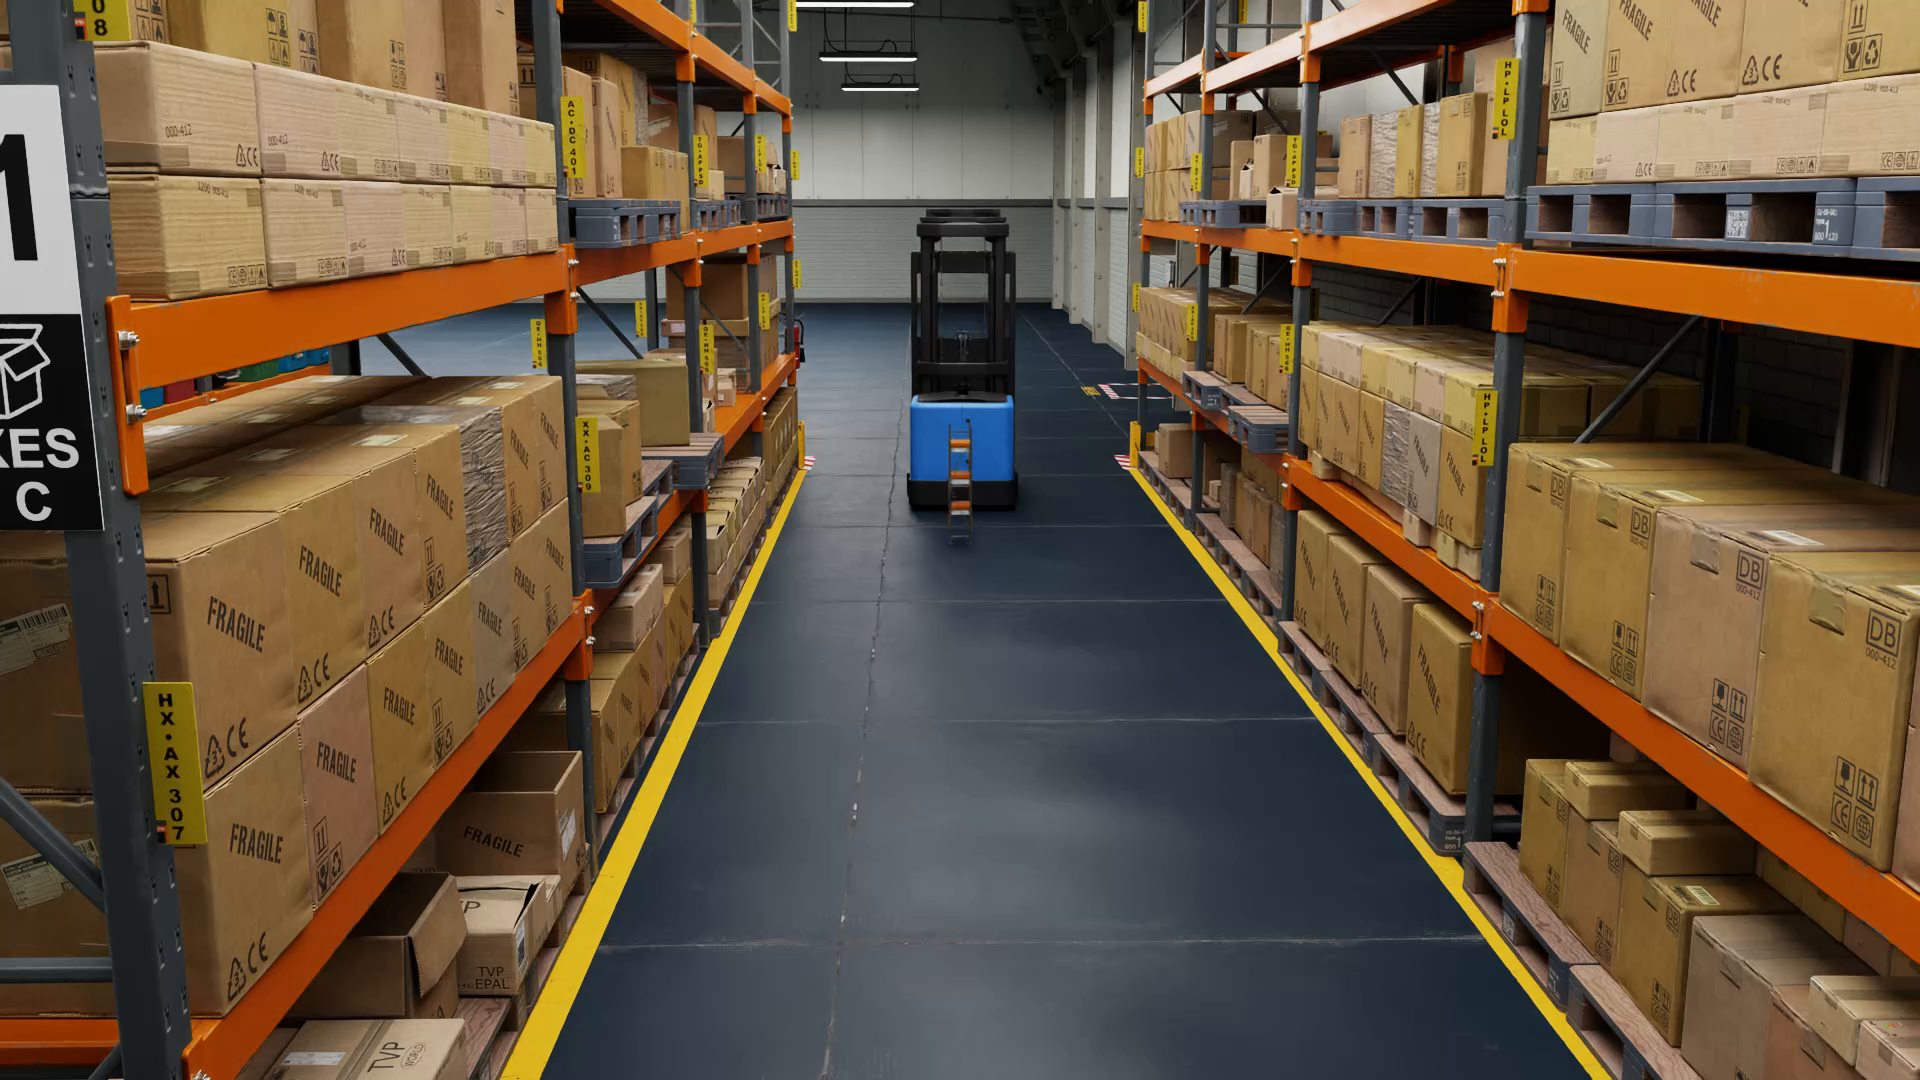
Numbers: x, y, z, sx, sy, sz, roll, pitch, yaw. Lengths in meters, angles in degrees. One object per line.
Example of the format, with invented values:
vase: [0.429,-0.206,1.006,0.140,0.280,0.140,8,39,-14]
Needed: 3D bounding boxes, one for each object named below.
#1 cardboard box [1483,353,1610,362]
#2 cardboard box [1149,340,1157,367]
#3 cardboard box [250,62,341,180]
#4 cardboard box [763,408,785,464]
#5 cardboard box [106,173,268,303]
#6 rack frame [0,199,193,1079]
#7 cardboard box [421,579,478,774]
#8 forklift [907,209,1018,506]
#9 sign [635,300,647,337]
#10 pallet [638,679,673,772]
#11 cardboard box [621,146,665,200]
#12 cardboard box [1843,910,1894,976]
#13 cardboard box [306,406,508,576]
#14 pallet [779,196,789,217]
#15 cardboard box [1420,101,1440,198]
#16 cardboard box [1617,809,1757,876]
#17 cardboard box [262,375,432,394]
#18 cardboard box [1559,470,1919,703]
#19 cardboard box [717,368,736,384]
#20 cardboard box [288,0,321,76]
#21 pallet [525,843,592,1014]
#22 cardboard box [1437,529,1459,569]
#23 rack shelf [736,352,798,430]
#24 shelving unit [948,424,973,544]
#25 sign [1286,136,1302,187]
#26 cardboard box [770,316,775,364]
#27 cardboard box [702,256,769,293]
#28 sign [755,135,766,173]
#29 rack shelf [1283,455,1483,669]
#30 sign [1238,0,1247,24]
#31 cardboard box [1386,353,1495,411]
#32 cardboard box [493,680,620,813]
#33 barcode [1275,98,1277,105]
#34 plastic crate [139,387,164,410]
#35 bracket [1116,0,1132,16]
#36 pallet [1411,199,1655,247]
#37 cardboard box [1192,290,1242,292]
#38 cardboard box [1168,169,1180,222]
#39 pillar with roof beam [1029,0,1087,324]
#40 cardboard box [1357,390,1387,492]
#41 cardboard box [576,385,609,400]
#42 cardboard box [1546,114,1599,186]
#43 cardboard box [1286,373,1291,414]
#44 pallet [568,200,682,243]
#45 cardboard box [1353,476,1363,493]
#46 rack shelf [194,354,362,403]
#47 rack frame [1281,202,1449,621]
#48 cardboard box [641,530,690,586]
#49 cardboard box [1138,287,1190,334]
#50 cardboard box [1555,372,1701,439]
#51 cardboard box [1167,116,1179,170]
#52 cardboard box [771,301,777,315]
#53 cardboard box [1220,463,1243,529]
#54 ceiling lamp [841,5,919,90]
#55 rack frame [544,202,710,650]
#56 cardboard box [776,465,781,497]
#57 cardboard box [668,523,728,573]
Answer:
cardboard box: [3.028,-0.826,8.649,0.500,0.250,0.500,-1,11,-3]
cardboard box: [2.285,-1.976,17.584,0.500,0.250,0.500,0,11,-2]
cardboard box: [-1.813,-0.985,3.948,0.500,0.250,0.500,0,11,-1]
cardboard box: [-2.025,-1.045,16.637,0.500,0.500,0.500,0,11,-1]
cardboard box: [-1.816,-0.641,3.507,0.500,0.250,0.500,0,11,-1]
rack frame: [-2.059,0.859,3.282,1.000,3.000,0.127,0,11,-1]
cardboard box: [-1.837,0.419,5.199,0.500,0.500,0.500,0,11,0]
forklift: [0.038,-2.012,17.607,1.130,2.935,3.031,0,11,1]
sign: [-2.862,-1.987,14.933,0.100,0.325,0.005,0,11,-1]
pallet: [-2.225,1.026,9.473,1.003,0.211,1.213,0,11,-1]
cardboard box: [-2.161,-1.959,9.376,0.910,0.500,0.500,0,11,-1]
cardboard box: [2.959,1.223,5.084,0.380,0.149,0.250,0,11,0]
cardboard box: [-1.849,-0.174,5.606,0.500,0.500,0.500,0,11,-1]
pallet: [-2.401,-3.608,17.976,1.003,0.211,1.213,0,11,-1]
cardboard box: [2.880,-2.078,8.854,0.700,0.500,0.500,0,11,-1]
cardboard box: [2.559,1.066,5.862,0.380,0.149,0.250,-1,11,-3]
cardboard box: [-2.414,-0.381,6.625,0.500,0.500,0.500,0,11,0]
cardboard box: [2.815,0.149,6.028,0.980,0.700,0.700,-1,11,-3]
cardboard box: [-2.254,-1.355,14.573,0.500,0.250,0.500,0,11,2]
cardboard box: [-2.130,-1.451,4.357,0.700,0.500,0.500,0,11,-1]
pallet: [-2.129,1.567,6.806,1.003,0.211,1.213,0,11,-1]
cardboard box: [2.492,0.040,7.901,0.380,0.149,0.250,0,11,0]
rack shelf: [-2.349,-1.572,17.071,1.077,0.370,4.000,0,11,-1]
shelving unit: [0.001,-0.504,14.902,0.215,1.050,0.252,0,11,-1]
sign: [2.185,-2.474,10.866,0.100,0.325,0.005,0,11,-1]
cardboard box: [-2.378,-2.174,17.977,0.700,0.500,0.500,0,11,0]
cardboard box: [-2.365,-2.698,17.302,0.700,0.500,0.500,0,11,-1]
sign: [-1.765,-3.408,14.679,0.100,0.325,0.005,0,11,-1]
rack shelf: [2.769,-0.002,9.336,1.077,0.370,4.000,0,11,-1]
sign: [3.118,-5.817,18.349,0.100,0.325,0.005,0,11,-1]
cardboard box: [2.534,-0.824,8.643,0.500,0.250,0.500,0,11,0]
cardboard box: [-1.909,0.976,7.885,0.500,0.500,0.500,-1,11,-4]
barcode: [3.046,-4.227,16.027,0.001,0.075,0.075,0,11,-1]
plastic crate: [-6.926,-1.281,13.870,0.392,0.384,0.575,0,11,-1]
bracket: [2.847,-9.213,28.784,0.235,0.232,0.430,0,11,-1]
pallet: [2.742,-1.516,7.923,0.805,0.209,1.217,-1,11,-3]
cardboard box: [2.785,-2.454,18.051,0.500,0.500,0.500,0,11,0]
cardboard box: [2.340,-3.387,16.361,0.500,0.500,0.500,-1,11,-3]
pillar with roof beam: [-1.358,-9.900,41.227,9.100,9.000,0.548,0,11,-1]
cardboard box: [2.511,-0.553,9.192,0.500,0.500,0.500,0,11,0]
cardboard box: [-2.240,-0.542,8.879,0.700,0.500,0.500,-3,12,-16]
cardboard box: [2.561,-1.470,6.288,0.500,0.250,0.500,0,11,-1]
cardboard box: [2.708,-1.111,11.631,0.700,0.500,0.500,-2,12,-8]
pallet: [-2.110,-1.650,8.578,1.213,0.211,1.003,0,11,-1]
cardboard box: [2.563,-0.369,9.913,0.380,0.149,0.250,0,11,0]
rack shelf: [-7.301,-1.552,16.974,1.077,0.370,4.000,0,11,-1]
rack frame: [2.728,-0.753,11.225,1.000,3.000,0.127,0,11,-1]
cardboard box: [-1.965,0.107,10.284,0.500,0.250,0.500,0,11,1]
cardboard box: [2.272,-2.551,18.528,0.500,0.500,0.500,0,11,-1]
cardboard box: [3.061,-0.622,7.645,0.500,0.250,0.500,0,11,1]
cardboard box: [2.321,-3.878,16.268,0.500,0.500,0.500,-1,11,-3]
cardboard box: [-2.180,-2.511,18.007,0.380,0.149,0.250,0,11,-2]
cardboard box: [2.677,-0.392,14.628,0.700,0.500,0.500,0,11,1]
ceiling lamp: [-2.058,-13.183,42.726,2.000,3.185,0.800,0,11,-1]
rack frame: [-2.225,-0.732,11.121,1.000,3.000,0.127,0,11,-1]
cardboard box: [-2.019,-0.578,16.222,0.500,0.250,0.500,0,11,-1]
cardboard box: [-1.942,0.030,11.816,0.500,0.311,0.500,0,11,1]
